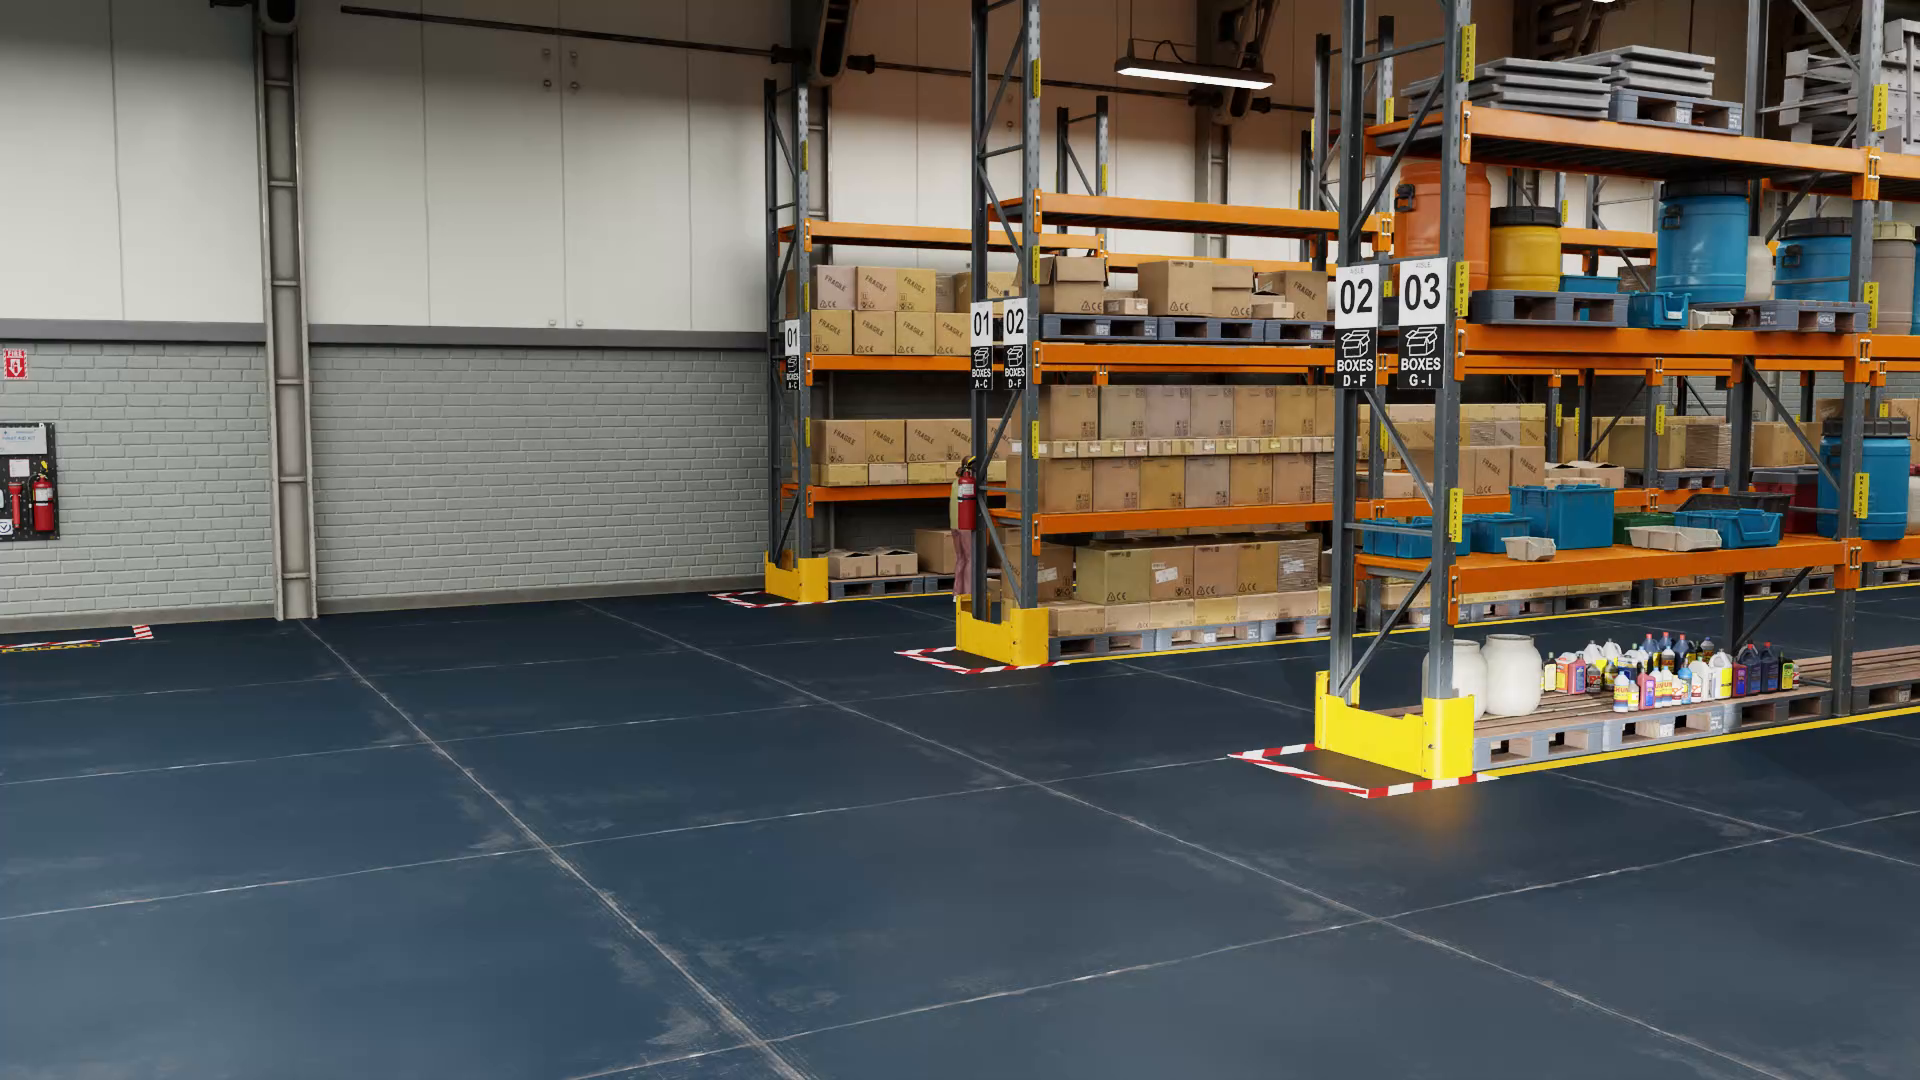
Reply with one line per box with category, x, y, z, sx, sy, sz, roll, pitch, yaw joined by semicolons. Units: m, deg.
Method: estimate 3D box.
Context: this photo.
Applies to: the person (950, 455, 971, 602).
person;0.079;-0.120;18.805;0.353;1.673;0.500;-3;6;-29
